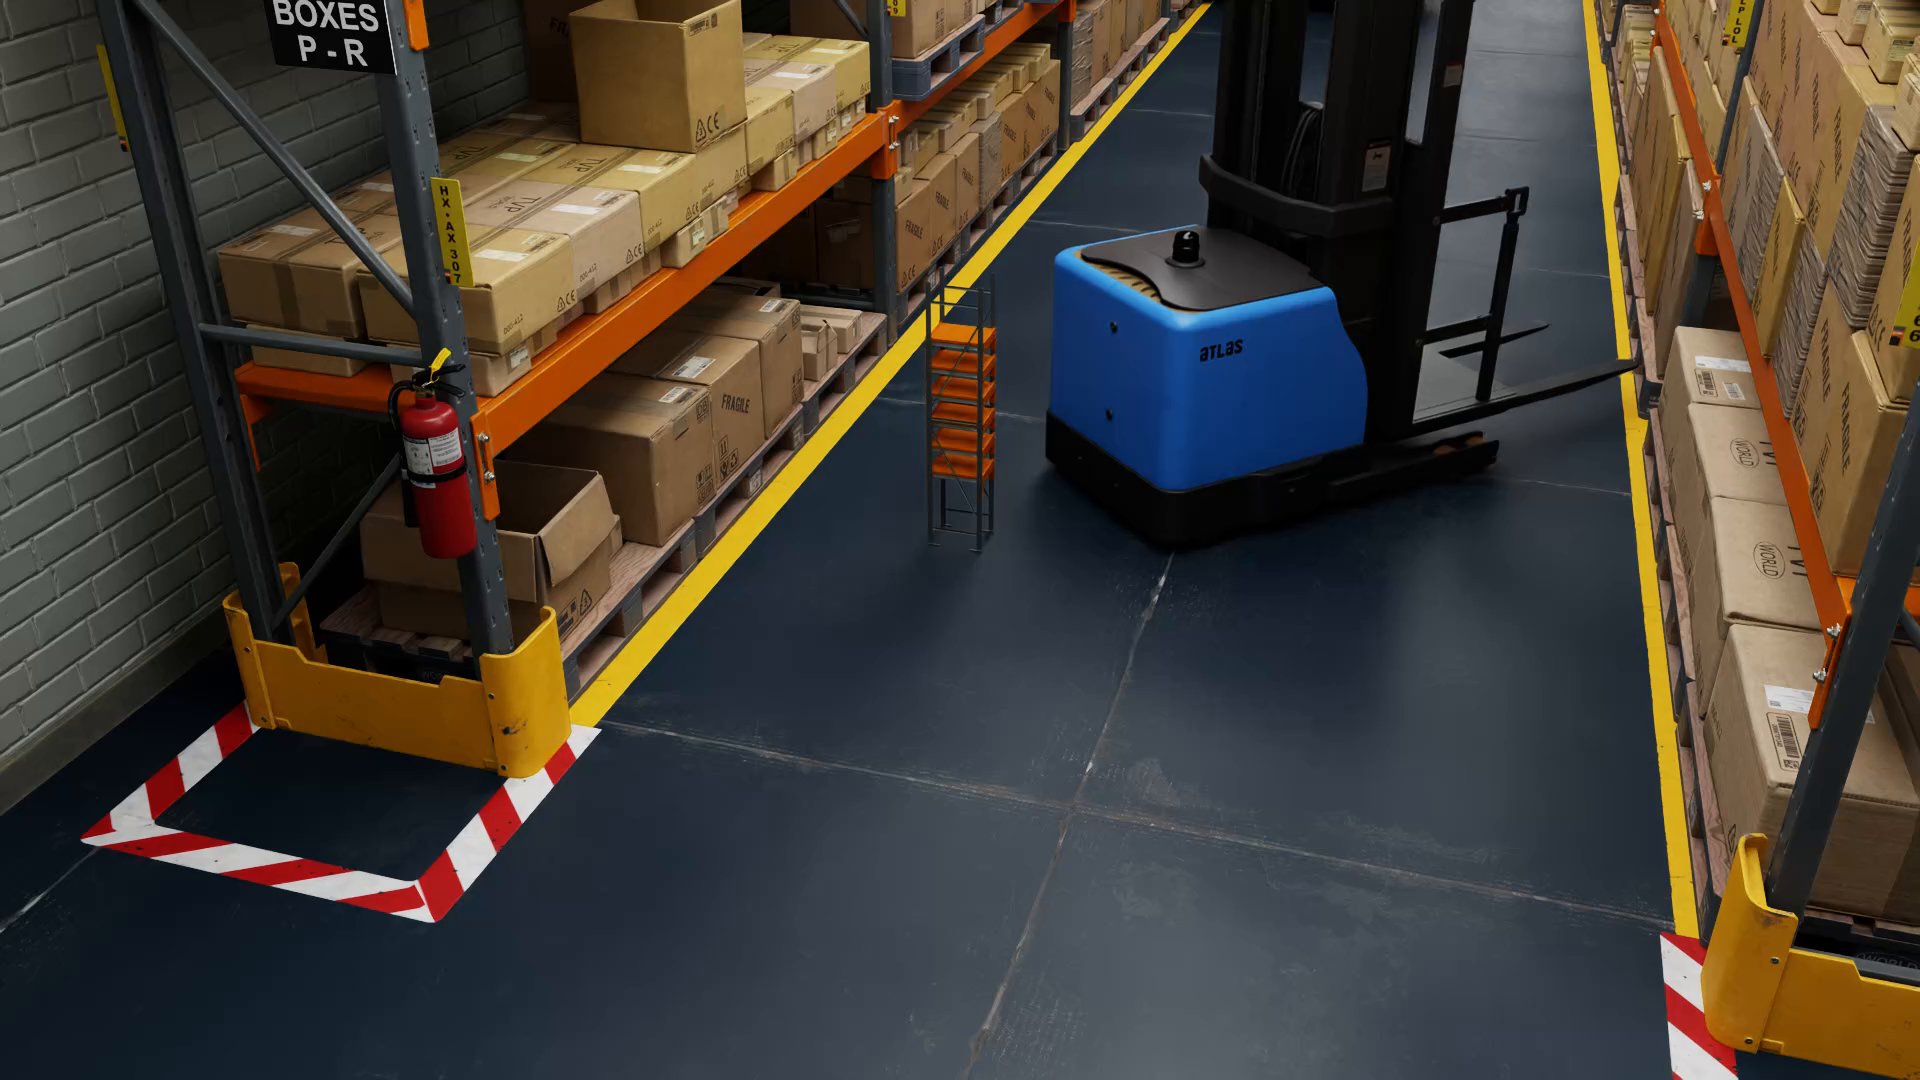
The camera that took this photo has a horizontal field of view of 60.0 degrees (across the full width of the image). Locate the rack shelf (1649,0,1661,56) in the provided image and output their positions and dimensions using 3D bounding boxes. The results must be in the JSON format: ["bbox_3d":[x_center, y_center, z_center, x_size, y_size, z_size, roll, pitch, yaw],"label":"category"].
[{"bbox_3d":[5.665,-4.230,12.508,1.077,0.370,4.000,8,30,15],"label":"rack shelf"}]

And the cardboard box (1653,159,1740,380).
[{"bbox_3d":[4.009,-1.310,8.273,0.875,0.875,0.875,9,30,16],"label":"cardboard box"}]

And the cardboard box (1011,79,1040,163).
[{"bbox_3d":[0.256,-2.954,11.614,0.500,0.500,0.500,8,30,14],"label":"cardboard box"}]

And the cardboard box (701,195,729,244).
[{"bbox_3d":[-1.174,-1.324,6.803,0.380,0.149,0.250,9,30,16],"label":"cardboard box"}]

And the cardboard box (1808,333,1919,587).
[{"bbox_3d":[2.618,-0.202,4.426,0.500,0.500,0.500,9,30,15],"label":"cardboard box"}]

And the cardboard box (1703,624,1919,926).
[{"bbox_3d":[2.828,0.718,5.077,0.875,0.438,0.875,7,30,13],"label":"cardboard box"}]

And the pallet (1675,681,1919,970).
[{"bbox_3d":[2.890,0.939,5.345,1.003,0.211,1.213,8,30,15],"label":"pallet"}]

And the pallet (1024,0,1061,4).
[{"bbox_3d":[0.200,-3.912,11.395,1.213,0.211,1.003,8,30,15],"label":"pallet"}]

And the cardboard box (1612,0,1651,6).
[{"bbox_3d":[6.169,-5.096,14.951,0.500,0.500,0.500,8,30,14],"label":"cardboard box"}]

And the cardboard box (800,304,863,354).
[{"bbox_3d":[-0.725,-1.099,8.641,0.380,0.149,0.250,8,30,13],"label":"cardboard box"}]

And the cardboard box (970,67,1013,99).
[{"bbox_3d":[0.138,-3.067,11.149,0.380,0.149,0.250,9,30,16],"label":"cardboard box"}]

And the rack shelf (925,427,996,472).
[{"bbox_3d":[0.004,-0.387,7.050,0.258,0.103,0.180,8,30,15],"label":"rack shelf"}]

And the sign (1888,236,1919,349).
[{"bbox_3d":[2.215,-0.590,3.791,0.100,0.325,0.005,8,30,15],"label":"sign"}]

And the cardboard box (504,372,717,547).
[{"bbox_3d":[-1.458,-0.357,6.945,0.700,0.500,0.500,10,31,17],"label":"cardboard box"}]

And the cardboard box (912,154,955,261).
[{"bbox_3d":[-0.338,-1.995,9.890,0.500,0.500,0.500,8,30,14],"label":"cardboard box"}]

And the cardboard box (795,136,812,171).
[{"bbox_3d":[-0.906,-1.802,7.662,0.380,0.149,0.250,9,30,16],"label":"cardboard box"}]

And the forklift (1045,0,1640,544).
[{"bbox_3d":[1.943,-1.764,7.407,3.031,2.935,1.130,-15,32,-25],"label":"forklift"}]

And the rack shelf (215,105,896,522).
[{"bbox_3d":[-1.429,-1.218,7.095,1.077,0.370,4.000,8,30,15],"label":"rack shelf"}]

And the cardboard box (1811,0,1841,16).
[{"bbox_3d":[3.231,-1.938,5.849,0.380,0.149,0.250,8,30,13],"label":"cardboard box"}]

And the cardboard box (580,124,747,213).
[{"bbox_3d":[-1.203,-1.551,6.801,0.500,0.250,0.500,8,30,14],"label":"cardboard box"}]

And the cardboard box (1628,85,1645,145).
[{"bbox_3d":[5.253,-2.911,11.668,0.950,0.372,0.625,6,30,11],"label":"cardboard box"}]

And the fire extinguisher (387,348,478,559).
[{"bbox_3d":[-1.618,-0.272,5.117,0.296,0.674,0.183,8,30,15],"label":"fire extinguisher"}]

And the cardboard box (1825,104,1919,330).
[{"bbox_3d":[2.769,-0.883,4.620,0.500,0.500,0.500,9,30,15],"label":"cardboard box"}]

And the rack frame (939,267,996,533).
[{"bbox_3d":[0.031,-0.574,7.047,0.240,1.200,0.006,8,30,15],"label":"rack frame"}]

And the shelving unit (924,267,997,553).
[{"bbox_3d":[0.004,-0.531,6.970,0.258,1.200,0.189,8,30,15],"label":"shelving unit"}]

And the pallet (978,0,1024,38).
[{"bbox_3d":[-0.235,-3.333,10.353,1.003,0.211,1.213,8,30,15],"label":"pallet"}]

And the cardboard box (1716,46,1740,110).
[{"bbox_3d":[3.801,-2.148,7.666,0.500,0.250,0.500,8,30,15],"label":"cardboard box"}]

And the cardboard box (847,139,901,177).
[{"bbox_3d":[-0.541,-2.104,9.113,0.380,0.149,0.250,8,30,14],"label":"cardboard box"}]

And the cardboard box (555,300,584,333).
[{"bbox_3d":[-1.583,-0.859,5.967,0.380,0.149,0.250,8,30,14],"label":"cardboard box"}]

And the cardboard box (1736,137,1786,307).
[{"bbox_3d":[3.212,-1.155,6.138,0.500,0.500,0.500,9,30,15],"label":"cardboard box"}]

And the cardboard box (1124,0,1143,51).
[{"bbox_3d":[1.128,-4.722,14.664,0.875,0.625,0.625,8,30,14],"label":"cardboard box"}]

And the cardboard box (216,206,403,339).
[{"bbox_3d":[-2.135,-0.919,5.666,0.500,0.250,0.500,9,30,16],"label":"cardboard box"}]

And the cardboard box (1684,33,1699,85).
[{"bbox_3d":[4.259,-2.644,9.071,0.500,0.250,0.500,8,30,15],"label":"cardboard box"}]

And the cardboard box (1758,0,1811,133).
[{"bbox_3d":[3.378,-1.816,6.297,0.500,0.500,0.500,8,30,14],"label":"cardboard box"}]

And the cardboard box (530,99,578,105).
[{"bbox_3d":[-1.540,-1.862,7.359,0.500,0.250,0.500,9,30,16],"label":"cardboard box"}]

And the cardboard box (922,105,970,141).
[{"bbox_3d":[-0.159,-2.581,10.277,0.380,0.149,0.250,10,30,17],"label":"cardboard box"}]

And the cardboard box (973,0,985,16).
[{"bbox_3d":[-0.068,-3.178,9.583,0.396,0.266,0.258,10,31,17],"label":"cardboard box"}]

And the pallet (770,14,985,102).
[{"bbox_3d":[-0.503,-2.734,9.277,1.003,0.211,1.213,8,30,15],"label":"pallet"}]

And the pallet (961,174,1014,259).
[{"bbox_3d":[-0.283,-2.196,10.980,1.003,0.211,1.213,8,30,15],"label":"pallet"}]

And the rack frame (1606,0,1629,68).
[{"bbox_3d":[6.252,-5.474,14.004,1.000,3.000,0.127,8,30,15],"label":"rack frame"}]

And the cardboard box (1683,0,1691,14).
[{"bbox_3d":[4.382,-3.097,9.372,0.500,0.250,0.500,8,30,15],"label":"cardboard box"}]

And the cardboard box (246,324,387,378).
[{"bbox_3d":[-2.176,-0.686,5.656,0.380,0.149,0.250,8,30,14],"label":"cardboard box"}]

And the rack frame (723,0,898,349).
[{"bbox_3d":[-0.842,-2.462,8.591,1.000,3.000,0.127,8,30,15],"label":"rack frame"}]

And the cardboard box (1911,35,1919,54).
[{"bbox_3d":[2.948,-1.332,4.761,0.380,0.149,0.250,8,30,14],"label":"cardboard box"}]

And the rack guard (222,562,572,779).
[{"bbox_3d":[-1.994,0.454,5.920,1.175,0.500,0.348,8,30,15],"label":"rack guard"}]

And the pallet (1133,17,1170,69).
[{"bbox_3d":[1.327,-4.614,15.326,1.003,0.211,1.213,8,30,15],"label":"pallet"}]

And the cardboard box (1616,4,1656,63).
[{"bbox_3d":[6.100,-4.265,14.102,0.950,0.372,0.625,9,30,16],"label":"cardboard box"}]

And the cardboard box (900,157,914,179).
[{"bbox_3d":[-0.475,-2.105,9.421,0.380,0.149,0.250,8,30,13],"label":"cardboard box"}]
